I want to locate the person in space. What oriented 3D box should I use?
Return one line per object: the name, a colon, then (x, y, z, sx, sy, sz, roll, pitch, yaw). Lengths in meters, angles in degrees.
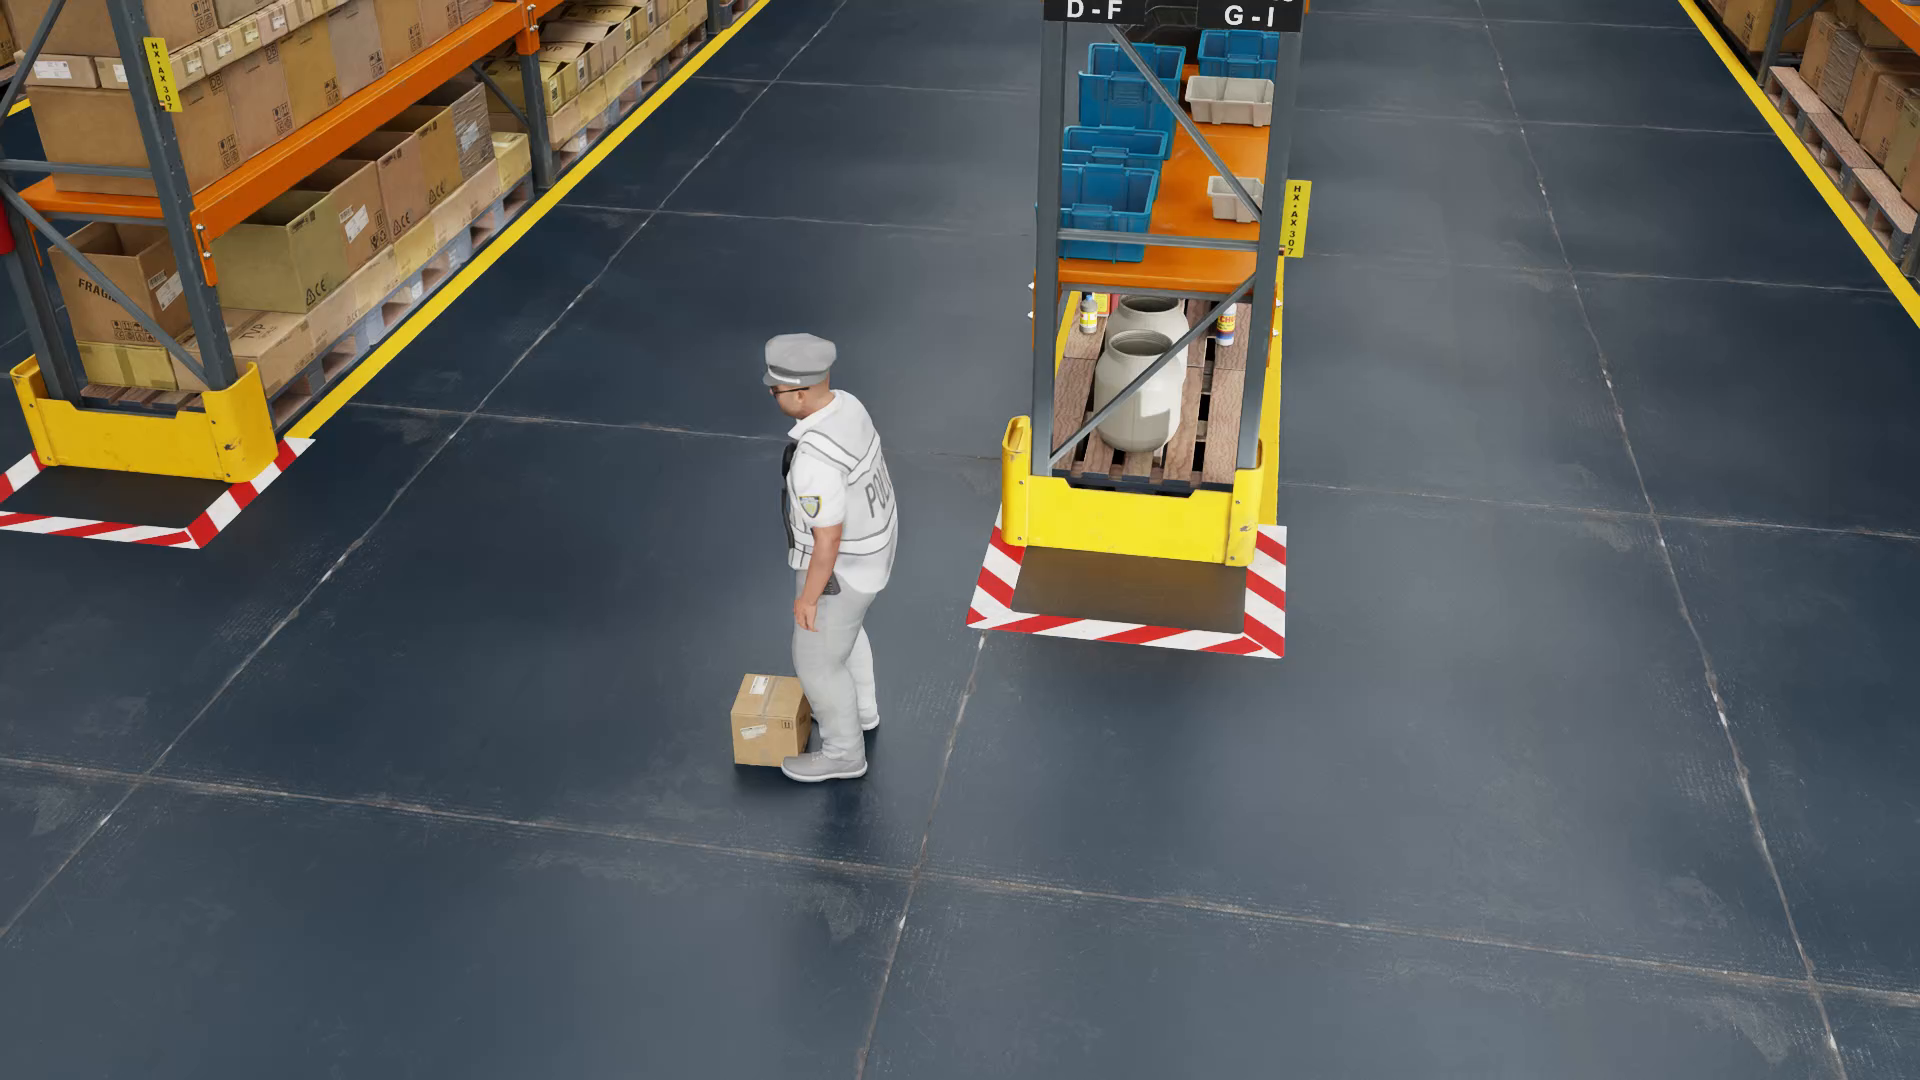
person: (-0.450, 0.079, 6.005, 0.436, 1.747, 0.584, 5, 32, 7)
